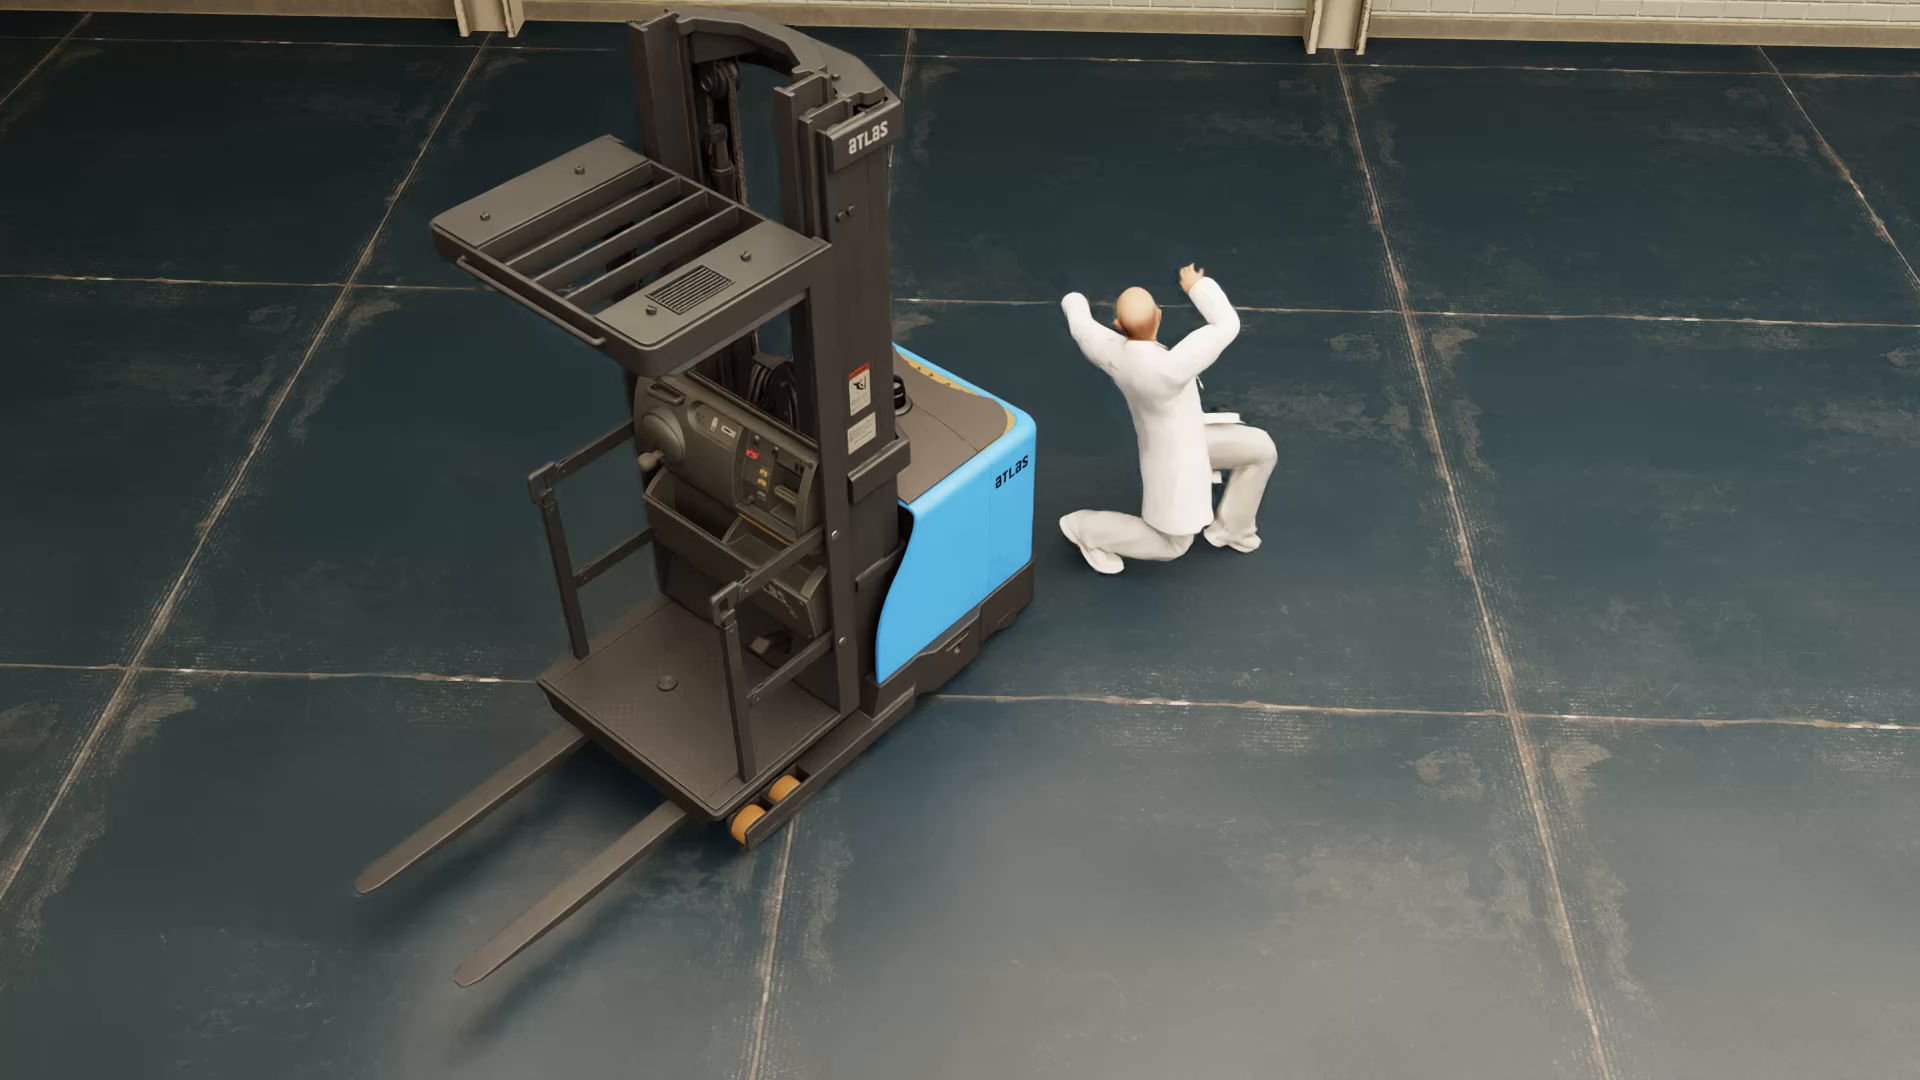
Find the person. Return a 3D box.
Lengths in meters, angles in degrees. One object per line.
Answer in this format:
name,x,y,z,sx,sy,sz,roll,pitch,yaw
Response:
person,0.937,-0.624,7.511,0.967,1.497,1.112,-3,42,-3

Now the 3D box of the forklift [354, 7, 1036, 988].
forklift,-1.013,-0.258,6.025,1.130,2.935,3.031,30,50,29
